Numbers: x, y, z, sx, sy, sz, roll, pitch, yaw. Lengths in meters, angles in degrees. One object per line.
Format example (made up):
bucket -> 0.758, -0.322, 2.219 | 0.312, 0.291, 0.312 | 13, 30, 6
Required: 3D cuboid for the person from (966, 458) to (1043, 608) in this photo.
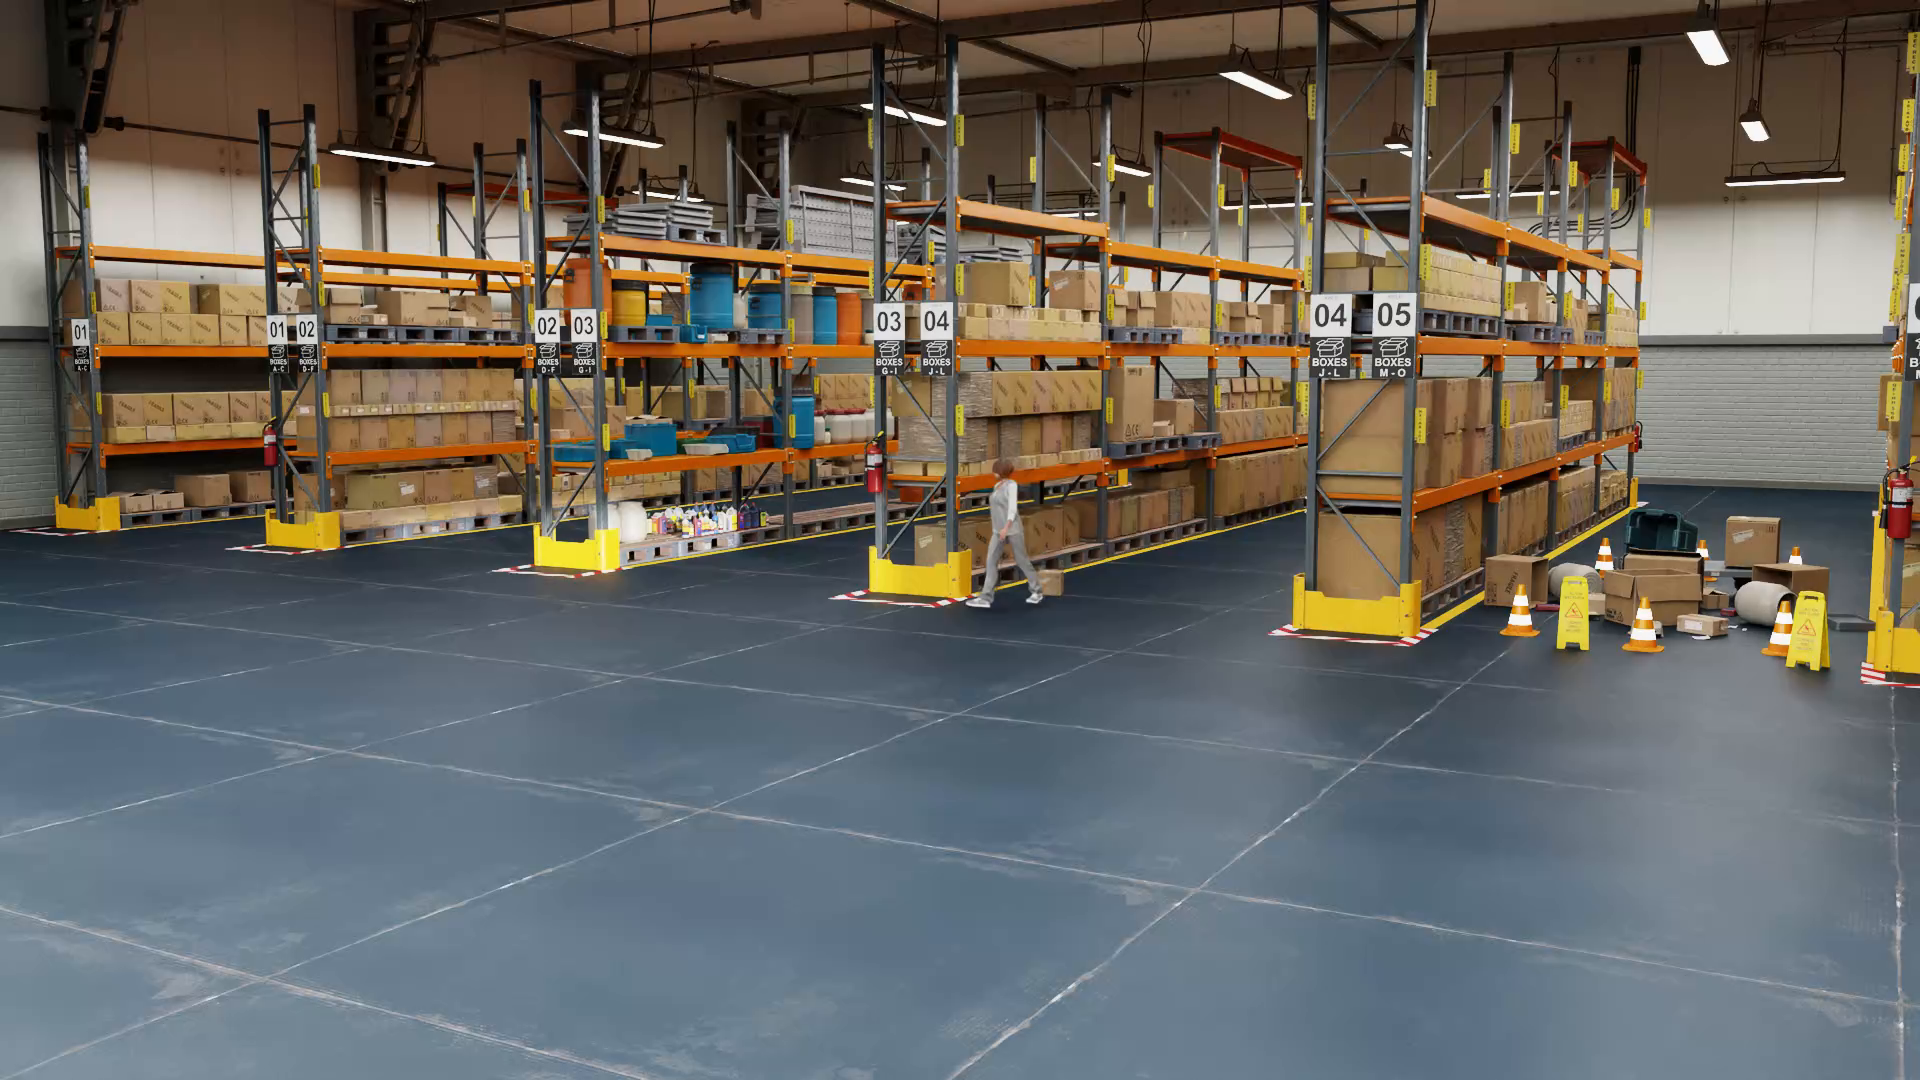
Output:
person -> 0.482, -0.074, 17.200 | 0.925, 1.534, 0.524 | -4, 7, -35
